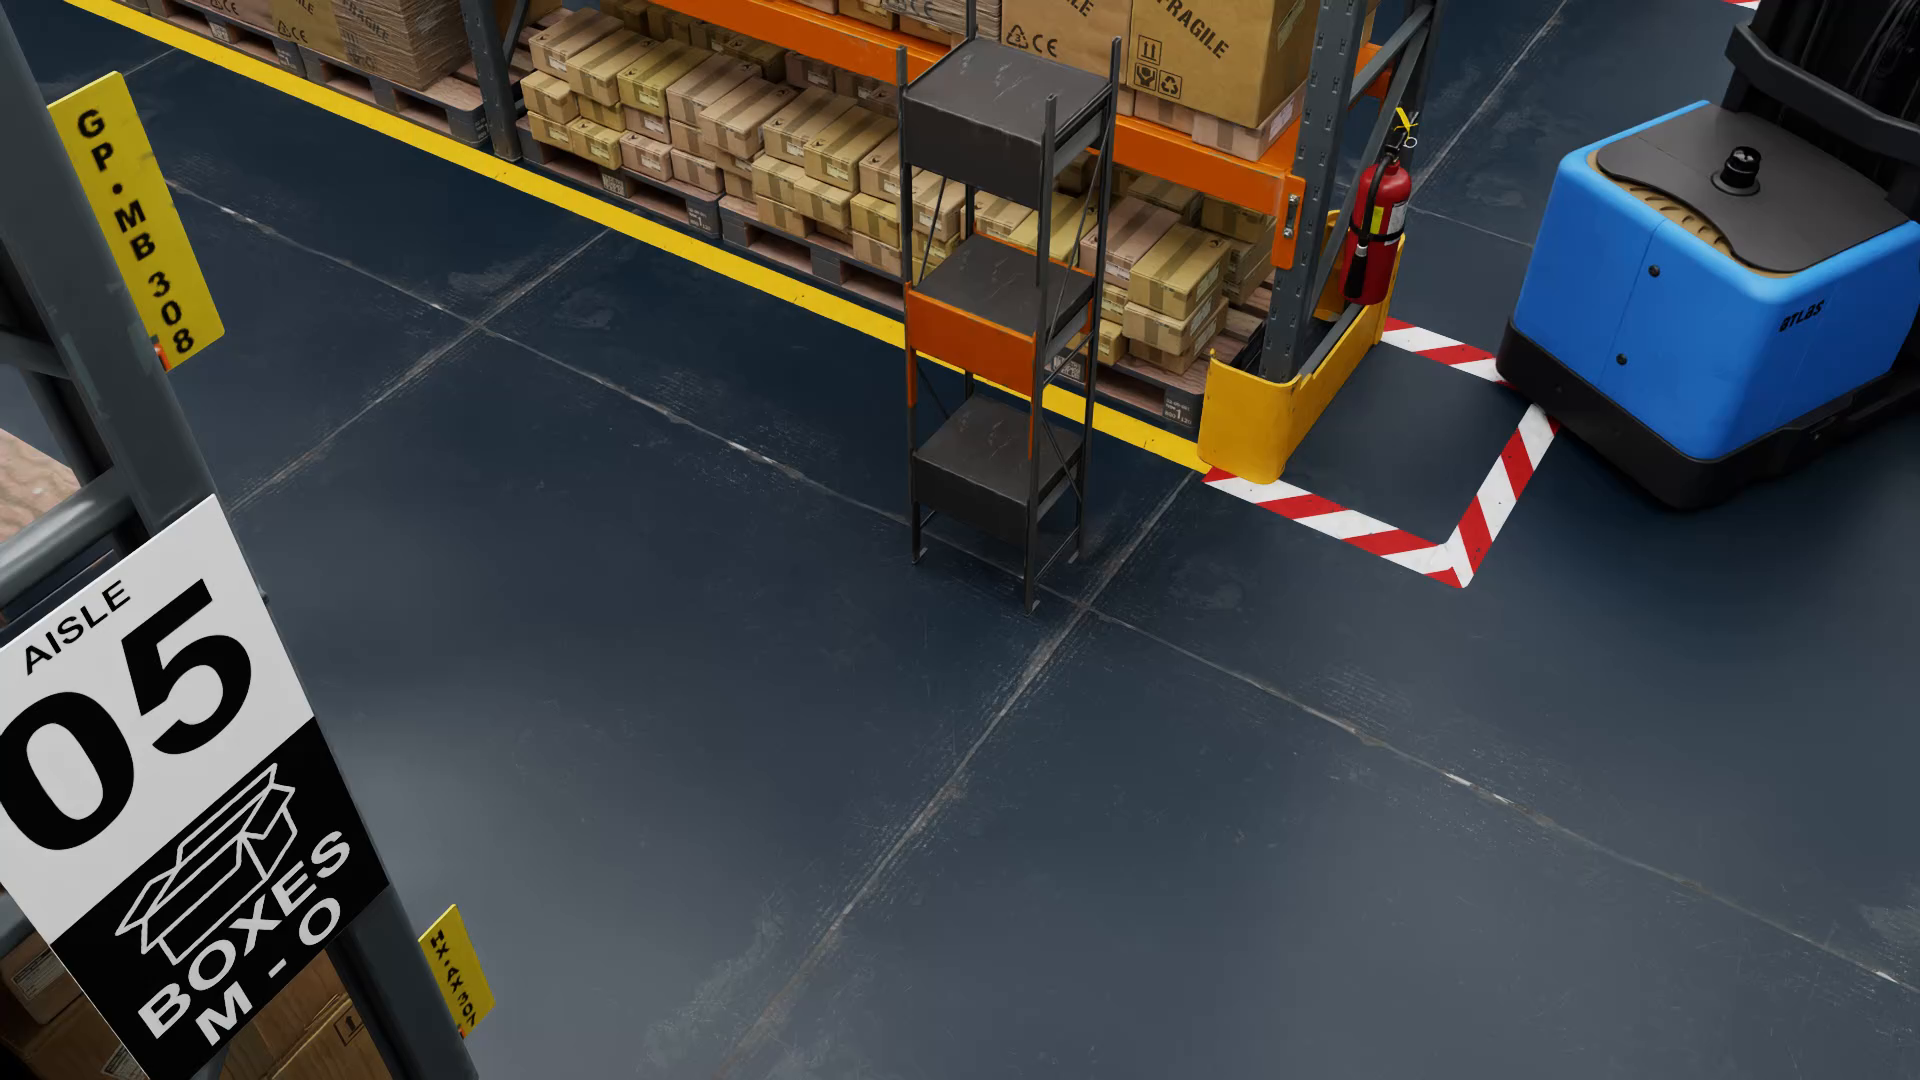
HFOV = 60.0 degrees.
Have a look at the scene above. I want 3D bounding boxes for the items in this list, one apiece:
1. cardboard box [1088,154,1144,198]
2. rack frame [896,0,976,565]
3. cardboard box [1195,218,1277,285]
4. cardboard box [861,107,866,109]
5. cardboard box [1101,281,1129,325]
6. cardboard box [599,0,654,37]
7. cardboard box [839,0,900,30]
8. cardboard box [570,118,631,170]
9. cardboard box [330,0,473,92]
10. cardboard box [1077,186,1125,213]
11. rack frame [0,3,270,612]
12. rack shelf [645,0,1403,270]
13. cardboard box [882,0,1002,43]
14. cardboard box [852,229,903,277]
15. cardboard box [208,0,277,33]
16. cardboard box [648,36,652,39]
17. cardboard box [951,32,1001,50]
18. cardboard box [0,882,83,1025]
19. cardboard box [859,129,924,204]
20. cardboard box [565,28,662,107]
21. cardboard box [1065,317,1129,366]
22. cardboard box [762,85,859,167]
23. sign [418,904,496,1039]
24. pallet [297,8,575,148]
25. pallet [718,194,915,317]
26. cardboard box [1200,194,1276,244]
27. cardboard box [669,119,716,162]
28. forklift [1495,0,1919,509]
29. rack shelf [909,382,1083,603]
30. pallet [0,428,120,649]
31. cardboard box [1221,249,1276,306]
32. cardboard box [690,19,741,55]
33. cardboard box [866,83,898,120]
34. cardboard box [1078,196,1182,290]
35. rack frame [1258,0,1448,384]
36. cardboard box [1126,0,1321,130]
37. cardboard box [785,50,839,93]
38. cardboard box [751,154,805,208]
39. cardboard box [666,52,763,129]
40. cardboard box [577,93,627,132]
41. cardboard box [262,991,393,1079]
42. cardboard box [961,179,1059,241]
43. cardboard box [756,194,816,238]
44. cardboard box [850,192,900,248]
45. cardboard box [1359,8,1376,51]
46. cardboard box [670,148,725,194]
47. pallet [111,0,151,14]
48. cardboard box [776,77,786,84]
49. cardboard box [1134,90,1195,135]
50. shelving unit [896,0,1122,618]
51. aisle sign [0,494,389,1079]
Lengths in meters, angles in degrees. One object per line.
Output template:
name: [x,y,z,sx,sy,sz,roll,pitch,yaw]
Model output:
cardboard box: [0.738,-1.609,7.002,0.250,0.149,0.380,25,51,22]
rack frame: [-0.066,-0.762,5.526,0.015,2.100,0.400,25,51,22]
cardboard box: [1.133,-1.246,6.857,0.250,0.149,0.380,27,52,24]
cardboard box: [-0.427,-1.957,7.548,0.250,0.149,0.380,22,50,20]
cardboard box: [0.646,-1.054,6.670,0.250,0.149,0.380,24,50,21]
cardboard box: [-1.491,-2.560,7.926,0.250,0.149,0.380,26,51,23]
cardboard box: [-0.260,-2.144,6.417,0.250,0.149,0.380,26,51,23]
cardboard box: [-1.574,-1.895,7.695,0.250,0.149,0.380,26,51,23]
cardboard box: [-2.690,-2.590,8.125,0.500,0.500,0.500,24,50,21]
cardboard box: [0.679,-1.427,7.033,0.250,0.149,0.380,25,51,23]
rack frame: [-1.152,-0.695,0.651,0.127,3.000,1.000,25,51,22]
rack shelf: [-0.248,-2.155,6.754,4.000,0.370,1.077,25,51,22]
cardboard box: [0.056,-2.182,6.001,0.500,0.500,0.500,25,51,22]
cardboard box: [-0.250,-1.322,7.138,0.250,0.149,0.380,26,51,23]
cardboard box: [-3.551,-2.990,8.514,0.500,0.500,0.500,24,50,21]
cardboard box: [-1.494,-2.507,8.082,0.250,0.149,0.380,26,51,23]
cardboard box: [0.167,-1.911,6.191,0.250,0.149,0.380,23,50,20]
cardboard box: [-1.301,0.482,2.471,0.250,0.149,0.380,26,51,23]
cardboard box: [-0.216,-1.577,6.971,0.250,0.149,0.380,23,50,21]
cardboard box: [-1.553,-2.140,7.518,0.250,0.149,0.380,27,52,24]
cardboard box: [0.609,-0.901,6.729,0.250,0.149,0.380,26,51,23]
cardboard box: [-0.638,-1.781,7.169,0.250,0.149,0.380,23,50,21]
sign: [-0.847,0.734,2.787,0.005,0.325,0.100,25,51,22]
pallet: [-2.587,-2.509,8.541,1.213,0.211,1.003,25,51,22]
pallet: [-0.316,-1.498,7.558,1.213,0.211,1.003,25,51,22]
cardboard box: [1.178,-1.400,6.799,0.250,0.149,0.380,23,50,20]
cardboard box: [-1.087,-1.881,7.474,0.250,0.149,0.380,22,50,20]
forklift: [3.729,-1.943,6.094,3.031,2.935,1.130,-23,50,-21]
rack shelf: [0.139,-0.170,5.946,0.480,0.518,0.431,25,51,22]
pallet: [-1.782,0.100,2.031,1.213,0.211,1.003,25,51,22]
cardboard box: [1.168,-1.181,7.001,0.250,0.149,0.380,26,51,23]
cardboard box: [-1.041,-2.393,7.764,0.250,0.149,0.380,24,51,22]
cardboard box: [-0.204,-1.937,7.321,0.250,0.149,0.380,25,51,22]
cardboard box: [0.673,-1.176,6.581,0.250,0.149,0.380,26,51,23]
rack frame: [1.436,-1.632,5.744,0.127,3.000,1.000,25,51,22]
cardboard box: [0.919,-1.789,5.619,0.500,0.500,0.500,26,51,23]
cardboard box: [-0.587,-2.196,7.573,0.250,0.149,0.380,22,50,20]
cardboard box: [-0.690,-1.624,7.224,0.250,0.149,0.380,24,51,22]
cardboard box: [-1.082,-1.984,7.367,0.250,0.149,0.380,23,50,21]
cardboard box: [-1.537,-2.059,7.647,0.250,0.149,0.380,25,51,22]
cardboard box: [-1.401,1.002,3.115,0.500,0.500,0.500,24,51,22]
cardboard box: [0.202,-1.338,6.739,0.250,0.149,0.380,23,50,21]
cardboard box: [-0.684,-1.520,7.331,0.250,0.149,0.380,23,50,21]
cardboard box: [-0.250,-1.423,7.029,0.250,0.149,0.380,27,52,24]
cardboard box: [1.340,-1.867,6.148,0.250,0.149,0.380,24,51,22]
cardboard box: [-1.096,-1.762,7.566,0.250,0.149,0.380,24,50,21]
pallet: [-4.641,-3.454,9.459,1.213,0.211,1.003,25,51,22]
cardboard box: [-0.867,-2.160,7.745,0.250,0.149,0.380,25,51,22]
cardboard box: [0.820,-1.619,5.906,0.250,0.149,0.380,25,51,22]
shelving unit: [0.139,-0.668,5.435,0.503,2.100,0.431,25,51,22]
aisle sign: [-0.934,0.343,2.013,0.004,0.787,0.394,25,51,22]
